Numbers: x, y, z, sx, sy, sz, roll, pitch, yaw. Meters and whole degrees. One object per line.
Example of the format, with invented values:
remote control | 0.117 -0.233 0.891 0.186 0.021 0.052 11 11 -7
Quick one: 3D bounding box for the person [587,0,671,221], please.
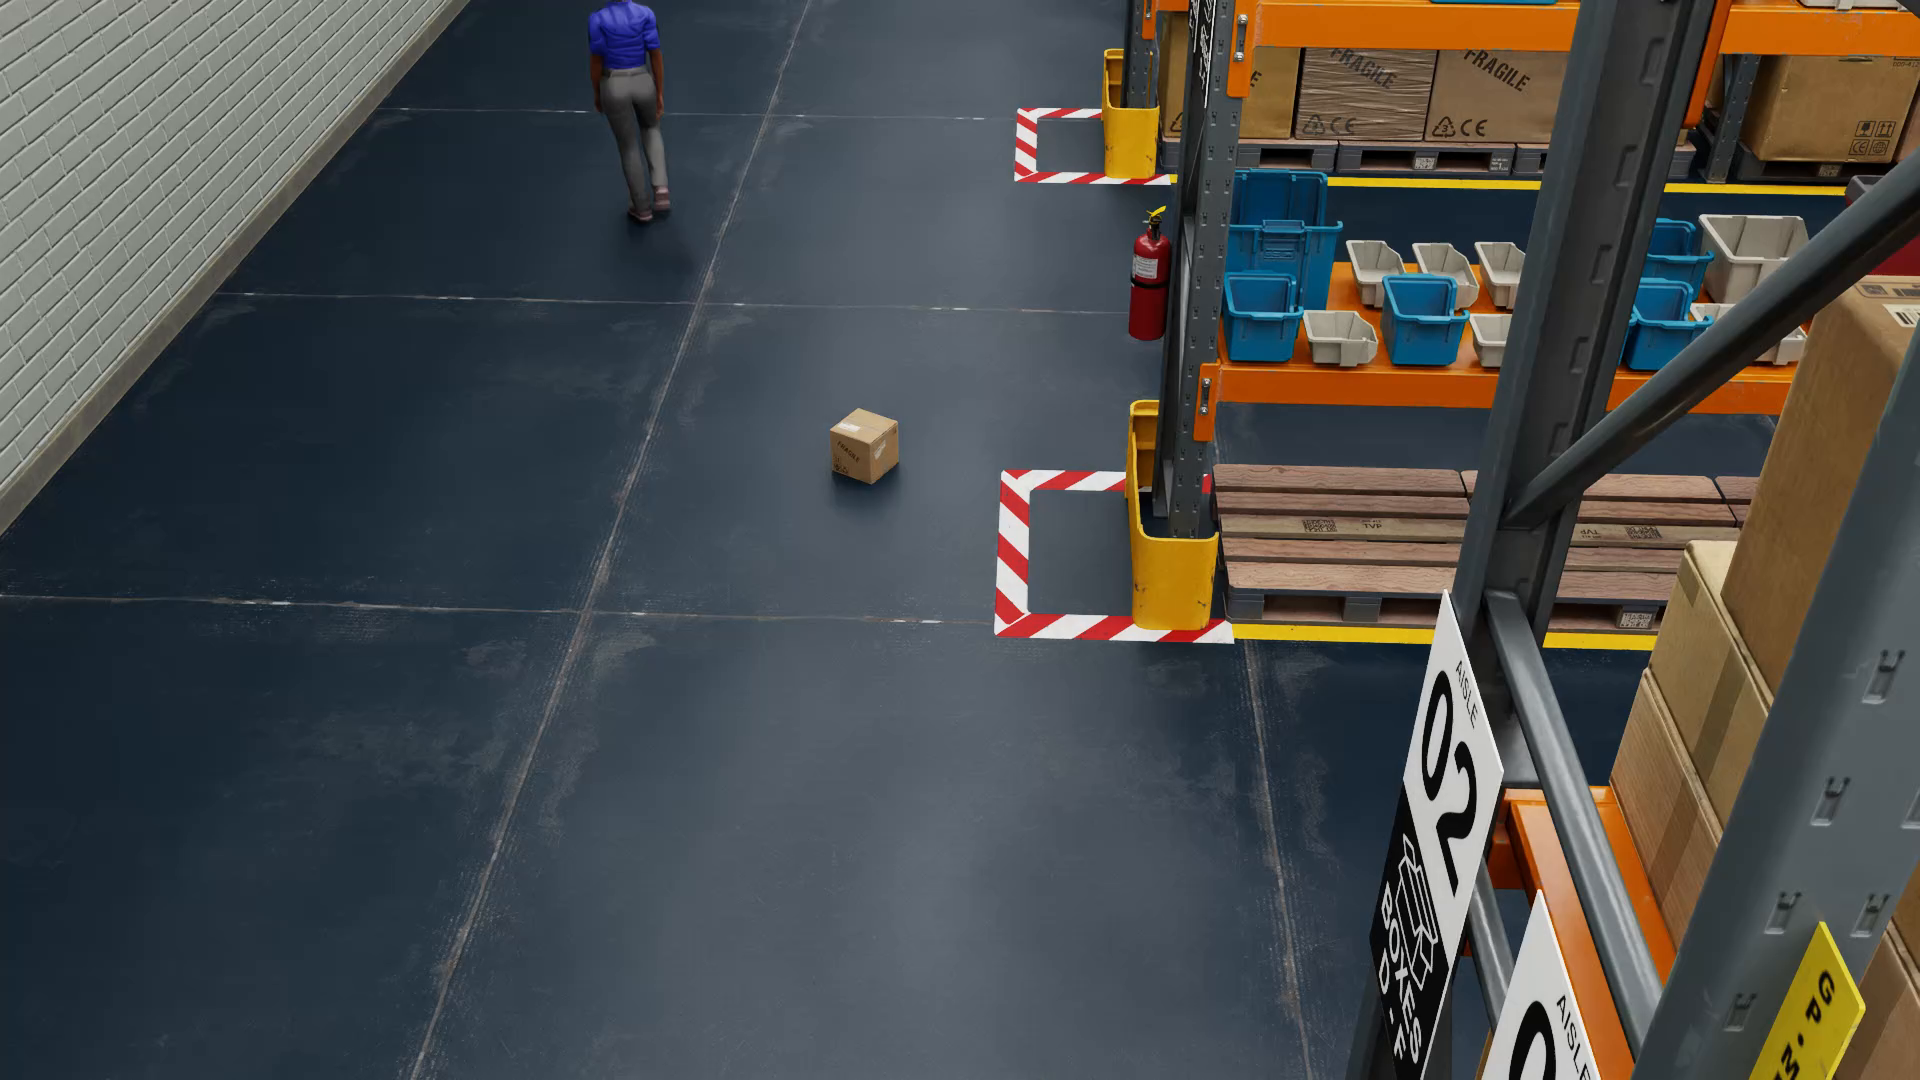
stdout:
person | -2.115 -2.842 10.568 0.440 1.680 0.427 -14 38 -19
